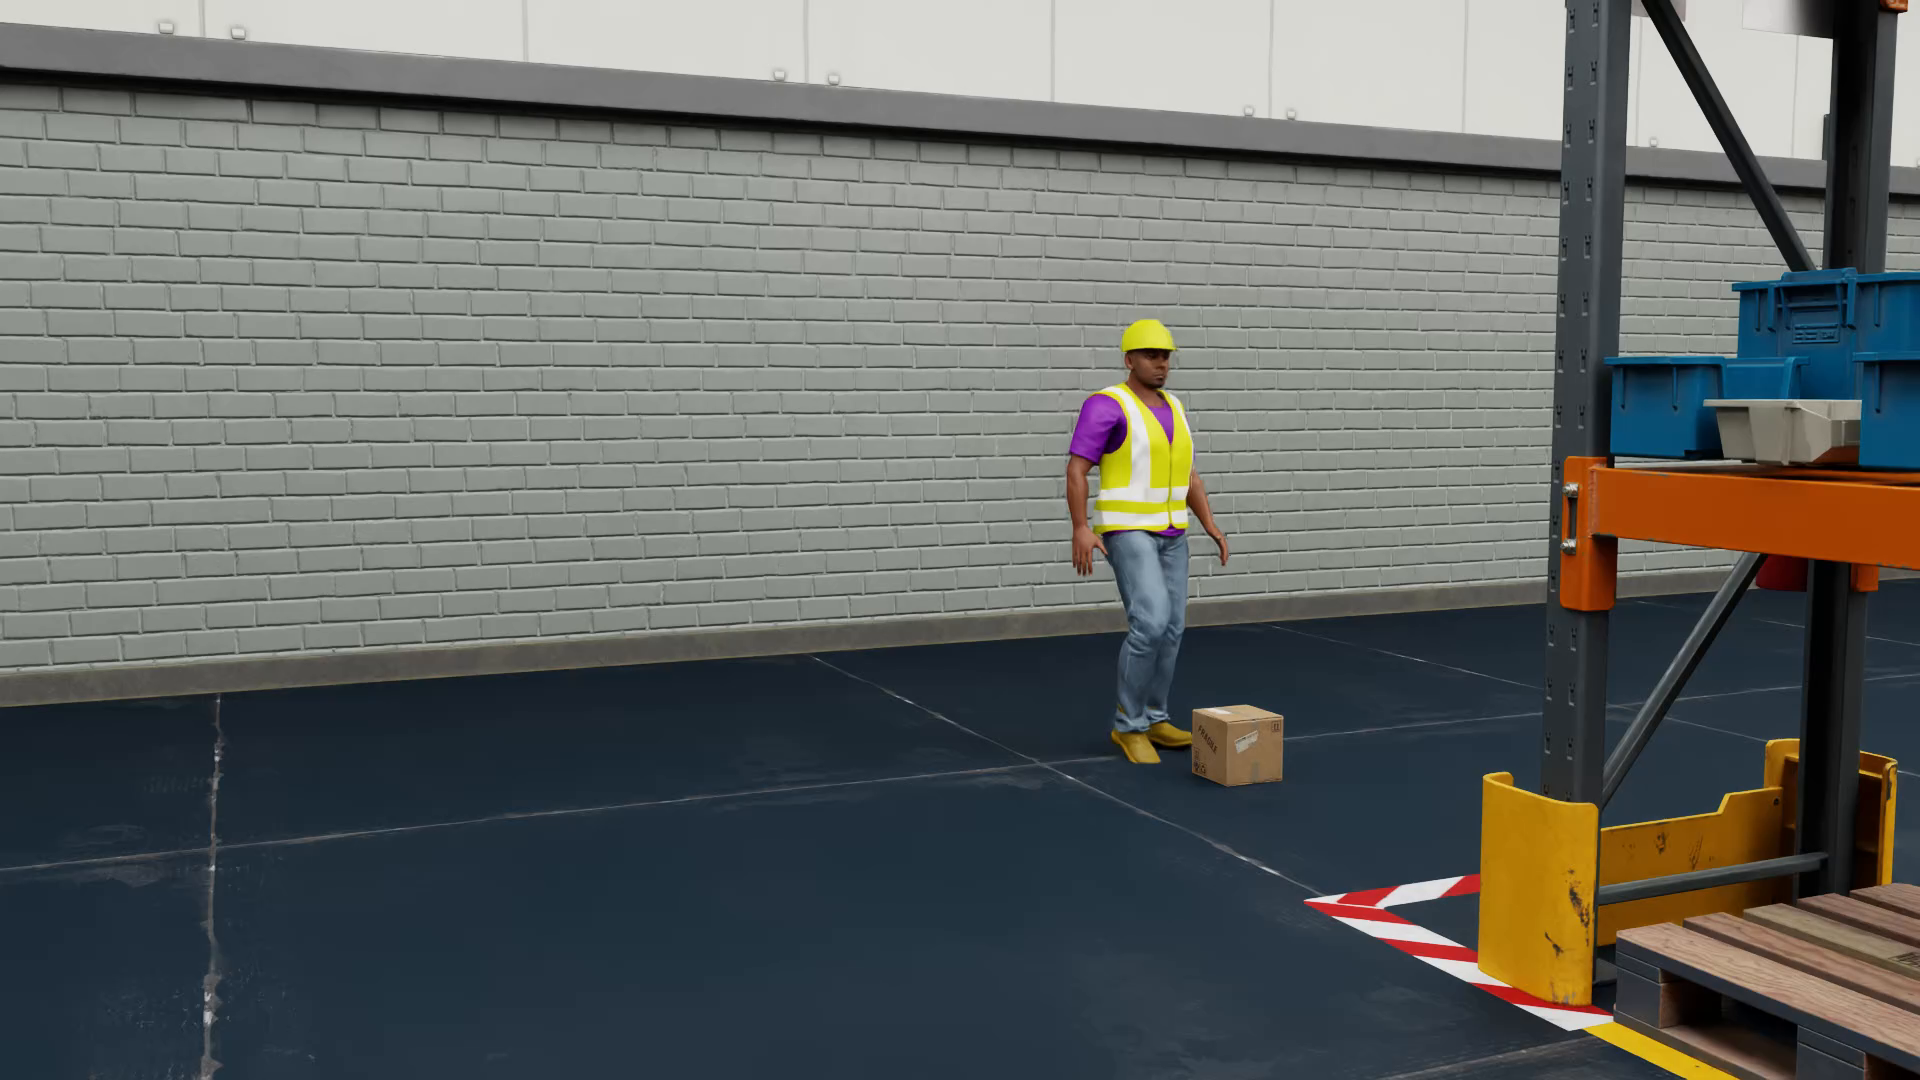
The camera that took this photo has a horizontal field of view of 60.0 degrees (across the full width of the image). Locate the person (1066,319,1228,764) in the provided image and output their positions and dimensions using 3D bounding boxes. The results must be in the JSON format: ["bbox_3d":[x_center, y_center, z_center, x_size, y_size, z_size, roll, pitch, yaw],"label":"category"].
[{"bbox_3d":[0.766,0.015,6.778,0.676,1.823,0.450,-5,8,-45],"label":"person"}]
